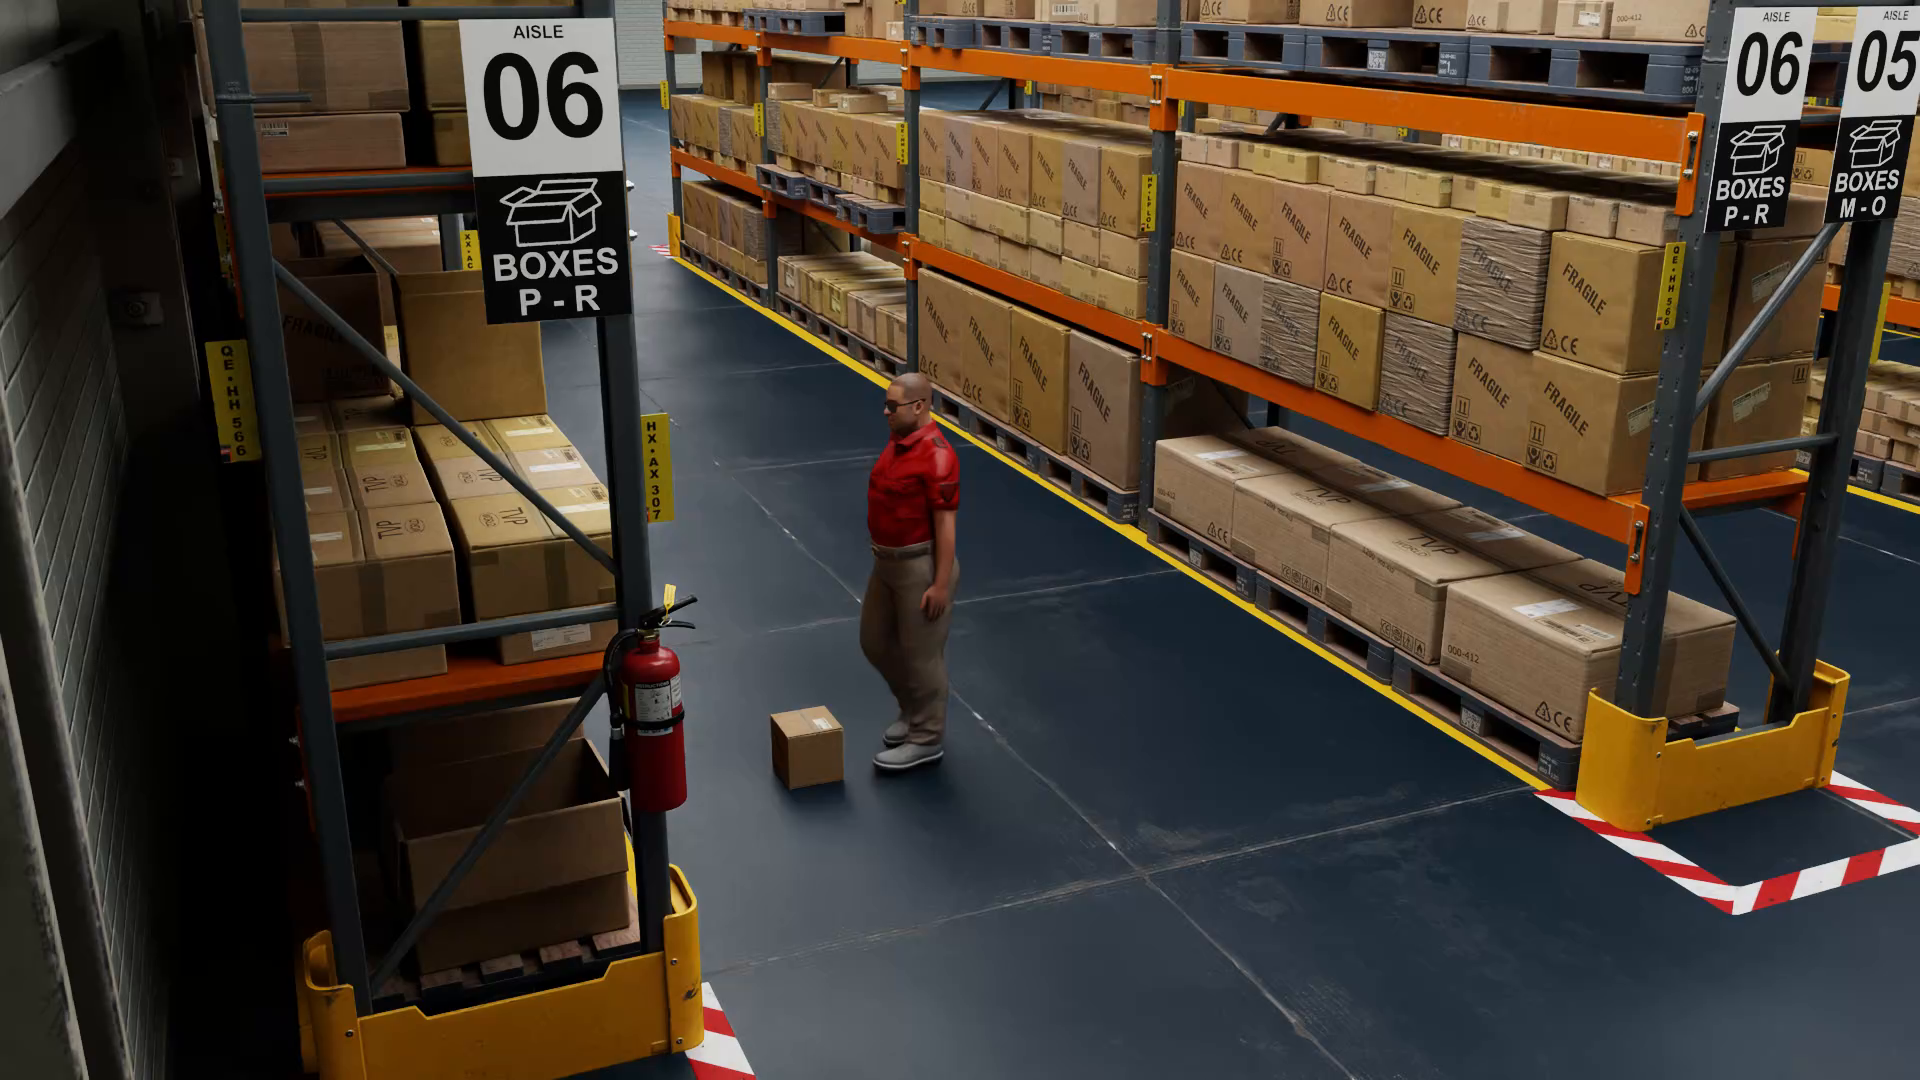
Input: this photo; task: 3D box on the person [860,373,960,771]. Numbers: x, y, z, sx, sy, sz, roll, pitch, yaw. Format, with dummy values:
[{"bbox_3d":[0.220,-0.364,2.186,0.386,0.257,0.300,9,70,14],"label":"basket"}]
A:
[{"bbox_3d":[-0.211,0.132,7.165,0.458,1.723,0.562,-10,21,-27],"label":"person"}]
